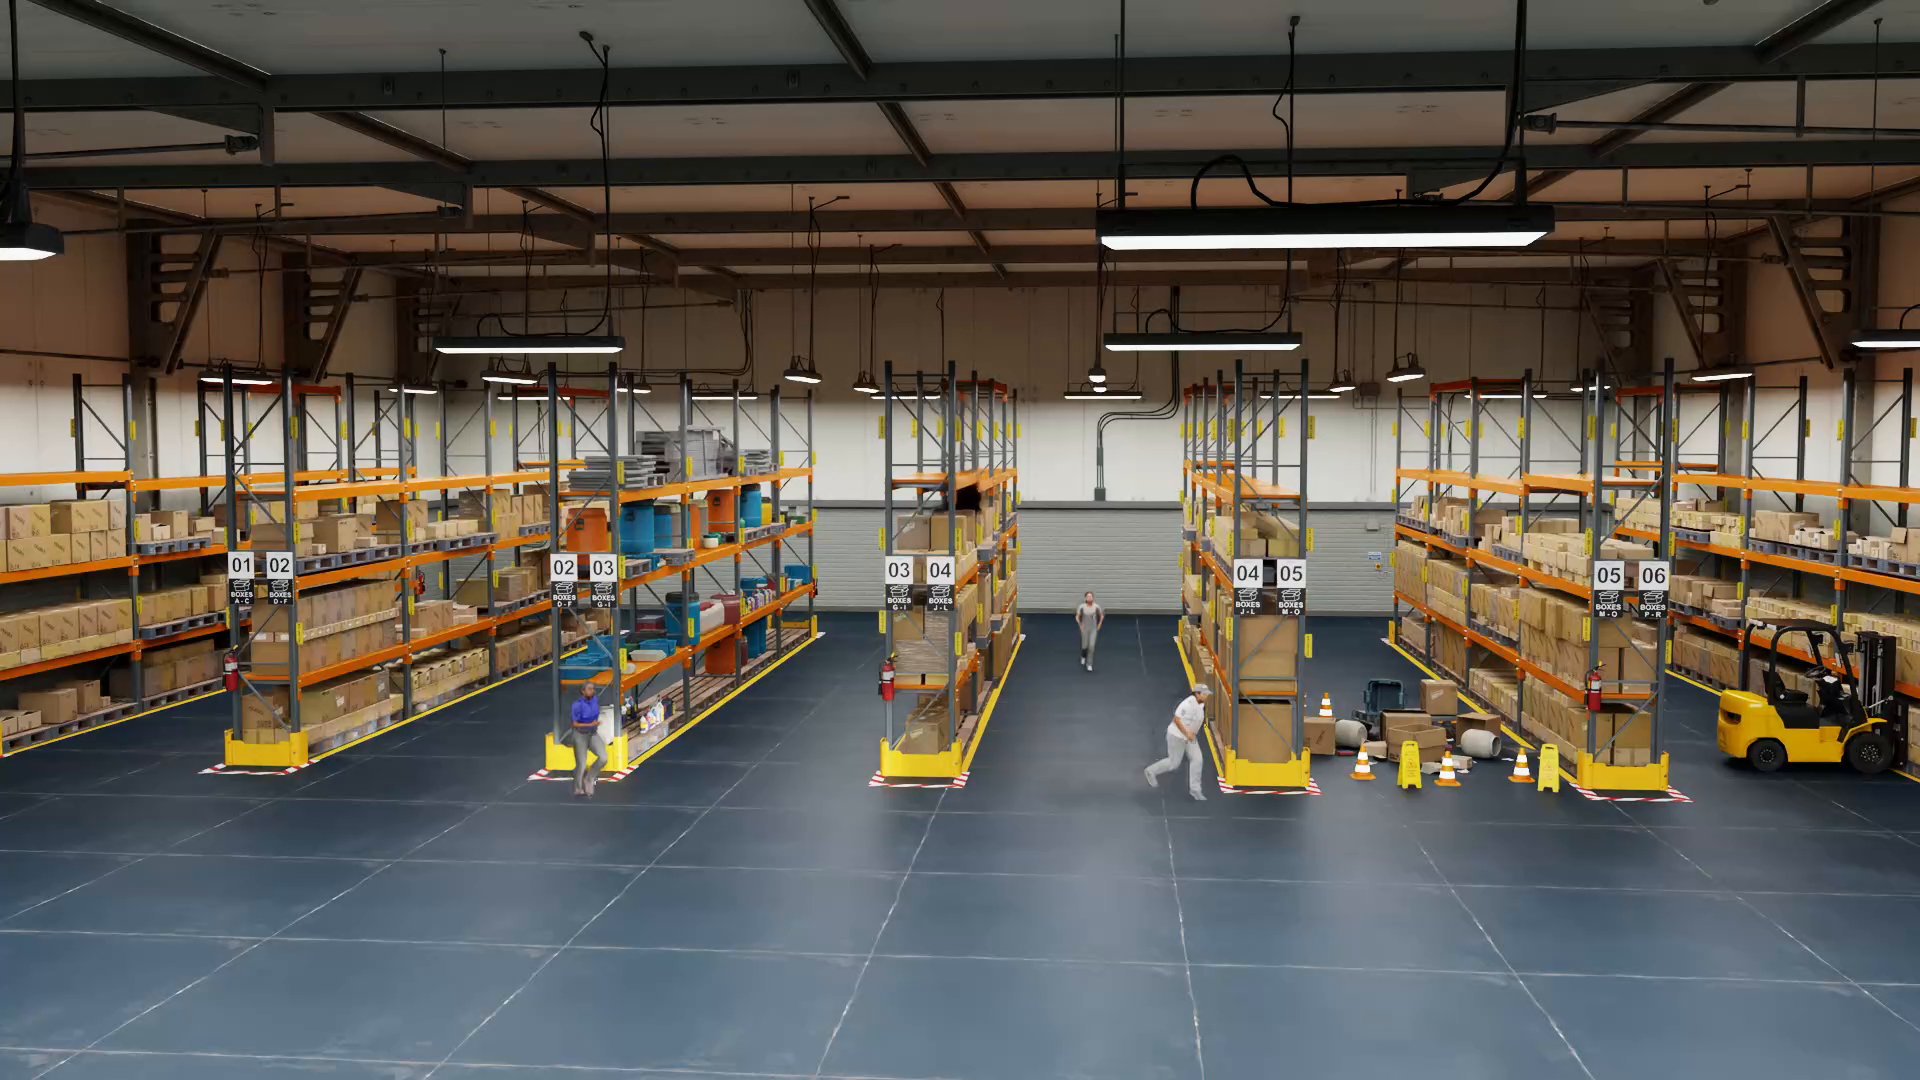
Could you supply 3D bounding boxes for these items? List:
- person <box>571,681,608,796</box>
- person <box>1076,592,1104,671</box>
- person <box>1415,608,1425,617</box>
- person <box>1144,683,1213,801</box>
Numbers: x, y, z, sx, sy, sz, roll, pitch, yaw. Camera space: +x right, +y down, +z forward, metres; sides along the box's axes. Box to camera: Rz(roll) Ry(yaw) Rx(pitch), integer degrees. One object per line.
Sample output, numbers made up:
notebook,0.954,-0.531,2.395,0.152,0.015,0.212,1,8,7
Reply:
person,-5.036,2.694,22.554,0.762,1.605,0.608,3,5,40
person,2.726,1.895,34.925,0.585,1.647,0.605,0,4,0
person,11.316,1.518,40.268,0.595,1.670,0.660,0,4,-6
person,2.999,2.736,22.766,1.012,1.628,0.631,2,4,31
